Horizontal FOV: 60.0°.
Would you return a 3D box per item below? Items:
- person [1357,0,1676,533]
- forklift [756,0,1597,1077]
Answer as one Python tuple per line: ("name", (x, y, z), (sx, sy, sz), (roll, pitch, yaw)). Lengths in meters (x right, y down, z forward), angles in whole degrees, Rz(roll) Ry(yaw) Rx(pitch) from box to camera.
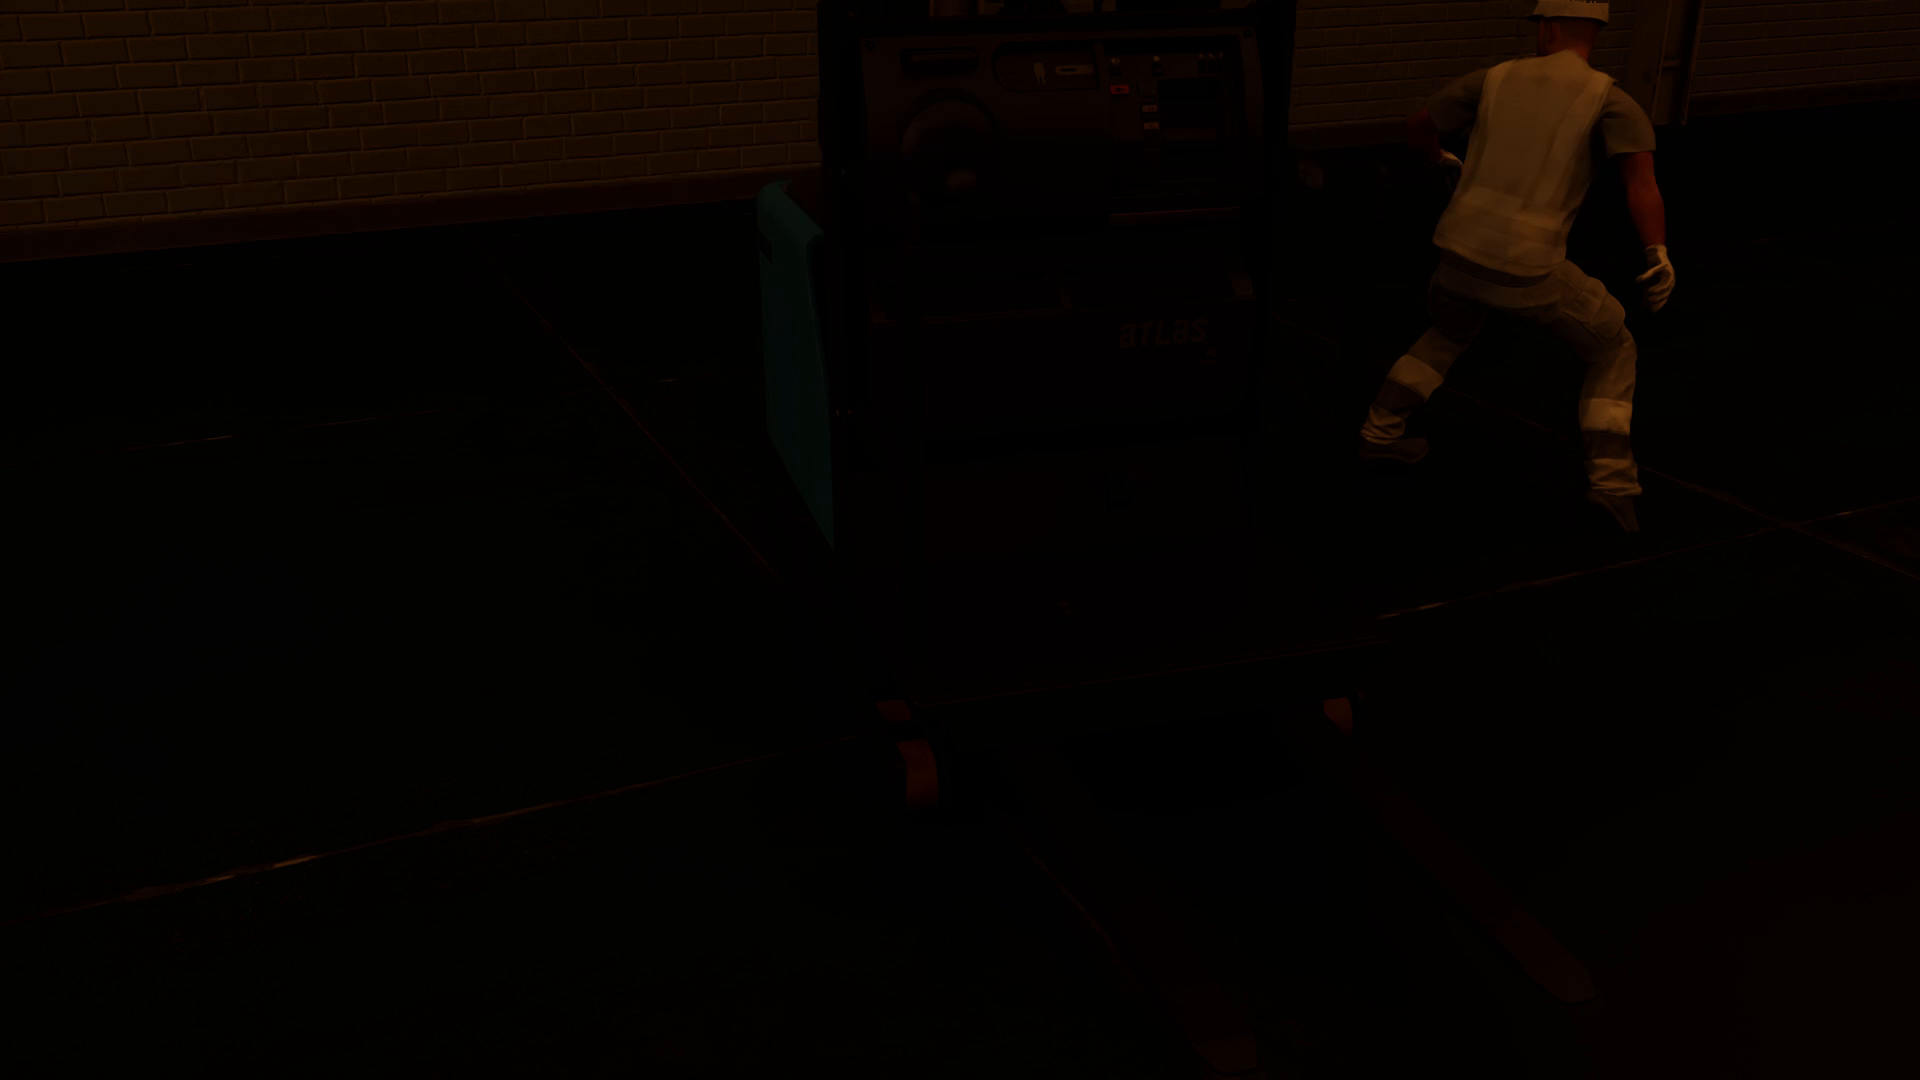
("person", (1.783, -0.839, 5.165), (0.587, 1.719, 1.086), (-19, 29, -38))
("forklift", (0.299, -0.920, 3.501), (1.130, 2.935, 3.031), (-6, 23, -15))
